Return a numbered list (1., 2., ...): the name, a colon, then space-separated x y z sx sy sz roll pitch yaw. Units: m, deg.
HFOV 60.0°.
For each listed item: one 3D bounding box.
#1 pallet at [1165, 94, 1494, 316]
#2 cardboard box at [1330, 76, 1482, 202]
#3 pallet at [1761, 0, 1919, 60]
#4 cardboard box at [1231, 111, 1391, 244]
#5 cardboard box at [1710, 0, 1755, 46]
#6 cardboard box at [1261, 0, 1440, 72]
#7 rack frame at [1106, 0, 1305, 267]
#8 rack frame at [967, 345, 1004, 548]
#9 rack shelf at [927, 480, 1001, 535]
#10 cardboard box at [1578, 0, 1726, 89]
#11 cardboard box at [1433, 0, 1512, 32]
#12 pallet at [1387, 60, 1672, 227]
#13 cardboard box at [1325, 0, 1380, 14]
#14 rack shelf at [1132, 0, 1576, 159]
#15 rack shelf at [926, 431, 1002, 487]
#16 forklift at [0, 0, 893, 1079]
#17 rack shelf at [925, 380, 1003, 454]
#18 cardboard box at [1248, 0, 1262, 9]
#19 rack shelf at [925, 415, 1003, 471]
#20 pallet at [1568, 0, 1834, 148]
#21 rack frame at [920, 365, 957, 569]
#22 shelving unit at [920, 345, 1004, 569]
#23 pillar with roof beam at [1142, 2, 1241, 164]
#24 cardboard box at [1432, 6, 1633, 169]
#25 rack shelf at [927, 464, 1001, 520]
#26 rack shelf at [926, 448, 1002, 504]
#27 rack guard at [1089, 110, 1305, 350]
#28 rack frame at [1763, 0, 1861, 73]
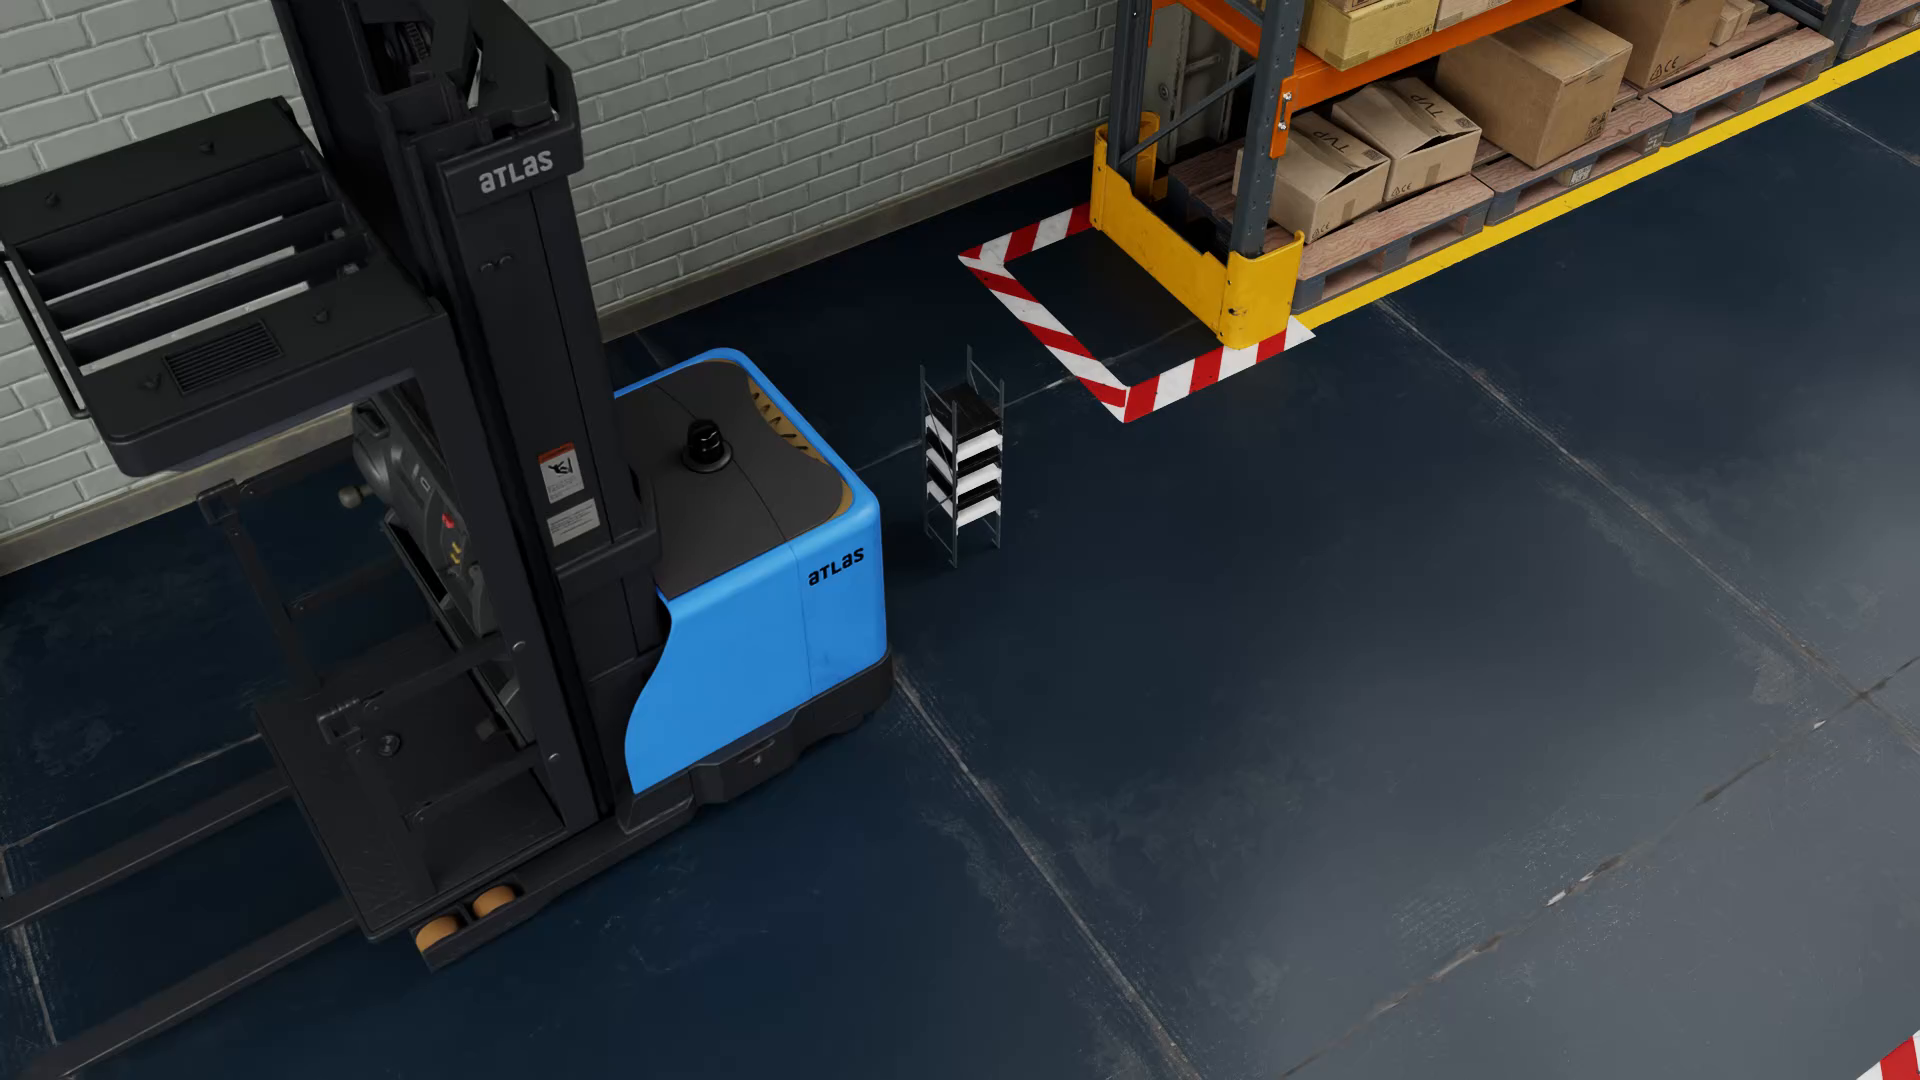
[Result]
1. pallet: 1.766 -1.644 8.018 1.213 0.211 1.003 -25 53 -21
2. cardboard box: 2.111 -1.938 7.919 0.500 0.311 0.500 -21 52 -18
3. pallet: 5.036 -3.218 9.419 1.213 0.211 1.003 -25 53 -21
4. cardboard box: 1.629 -1.711 7.716 0.500 0.311 0.500 -31 55 -25
5. cardboard box: 3.942 -2.806 8.788 0.250 0.166 0.380 -32 56 -25
6. cardboard box: 1.578 -2.191 6.725 0.500 0.250 0.500 -27 54 -22
7. rack frame: 0.996 -2.240 6.682 0.127 3.000 1.000 -25 53 -21
8. rack frame: 0.093 -0.343 6.398 0.006 0.900 0.240 -25 53 -21
9. rack shelf: 0.007 -0.161 6.521 0.200 0.077 0.258 -25 53 -21
10. cardboard box: 3.522 -2.710 8.479 0.500 0.500 0.500 -29 54 -23
11. cardboard box: 2.009 -2.407 6.917 0.500 0.250 0.500 -27 54 -22
12. pallet: 2.796 -2.127 8.448 1.213 0.211 1.003 -25 53 -21
13. cardboard box: 1.560 -2.447 6.450 0.500 0.500 0.500 -25 53 -21
14. rack shelf: 2.687 -2.798 7.660 4.000 0.370 1.077 -25 53 -21
15. rack shelf: 0.007 -0.340 6.320 0.200 0.077 0.258 -25 53 -21
16. forklift: -1.743 -0.039 4.767 3.031 2.935 1.130 -28 54 -23
17. rack shelf: 0.007 -0.460 6.185 0.200 0.077 0.258 -25 53 -21
18. cardboard box: 1.287 -2.505 7.005 0.500 0.250 0.500 -25 53 -20
19. rack shelf: 0.007 -0.400 6.253 0.200 0.077 0.258 -25 53 -21
20. pallet: 3.829 -2.617 8.884 1.213 0.211 1.003 -25 53 -21
21. rack frame: -0.079 -0.262 6.326 0.006 0.900 0.240 -25 53 -21
22. shelving unit: 0.007 -0.303 6.362 0.210 0.900 0.258 -25 53 -21
23. pillar with roof beam: 3.423 -2.341 2.755 0.400 9.000 9.100 -25 53 -21
24. cardboard box: 2.758 -2.262 8.080 0.500 0.500 0.700 -28 54 -23
25. rack shelf: 0.007 -0.220 6.454 0.200 0.077 0.258 -25 53 -21
26. rack shelf: 0.007 -0.280 6.387 0.200 0.077 0.258 -25 53 -21
27. rack guard: 1.060 -1.439 7.642 0.348 0.500 1.175 -25 53 -21
28. rack frame: 4.379 -3.834 8.101 0.127 3.000 1.000 -25 53 -21
